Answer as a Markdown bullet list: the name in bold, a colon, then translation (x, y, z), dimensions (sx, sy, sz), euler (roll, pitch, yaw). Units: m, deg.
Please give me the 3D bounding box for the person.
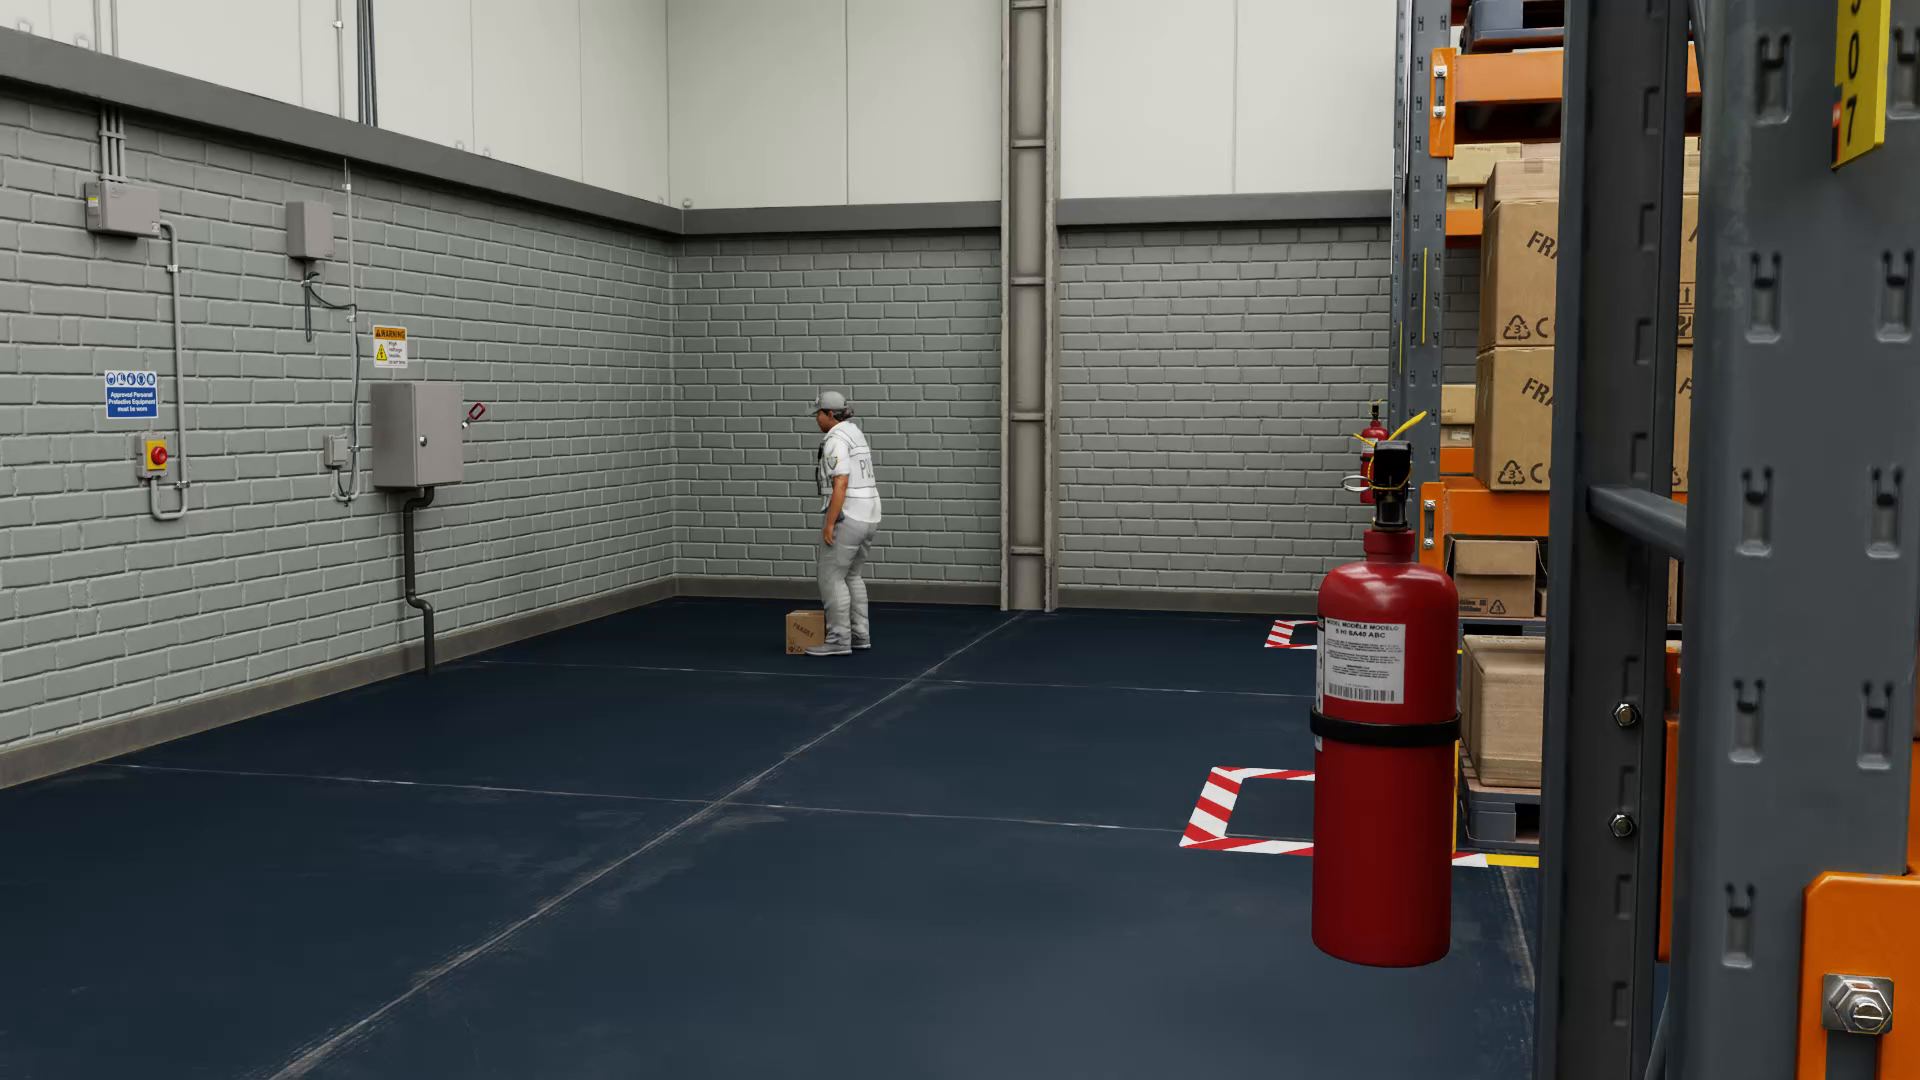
- **person**: translation (-0.748, -0.110, 10.520), dimensions (0.472, 1.666, 0.546), euler (1, 5, 13)
